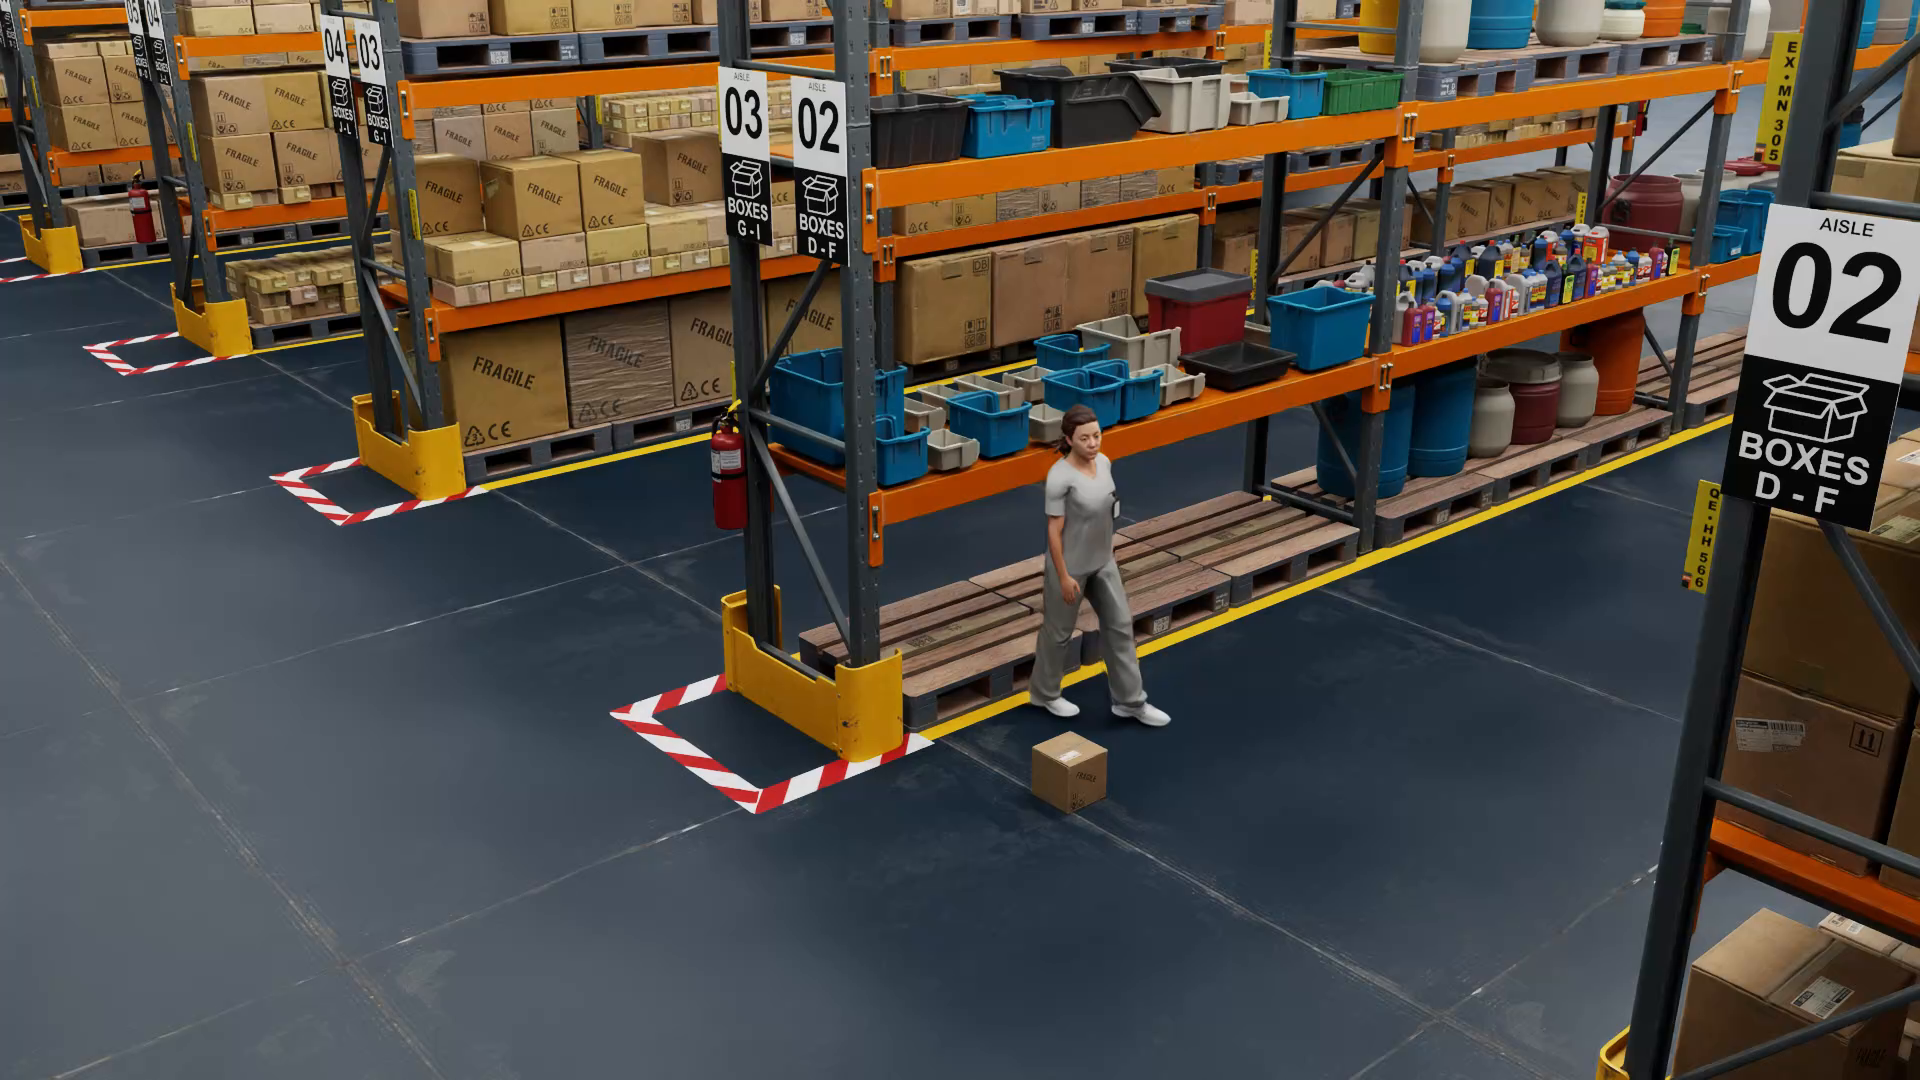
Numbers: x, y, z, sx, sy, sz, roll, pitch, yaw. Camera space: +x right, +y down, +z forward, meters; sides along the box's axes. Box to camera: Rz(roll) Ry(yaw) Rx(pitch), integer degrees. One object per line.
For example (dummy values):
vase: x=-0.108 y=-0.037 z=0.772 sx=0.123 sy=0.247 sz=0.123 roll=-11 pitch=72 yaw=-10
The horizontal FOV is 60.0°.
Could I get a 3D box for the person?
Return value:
person: x=0.657 y=0.133 z=8.200 sx=0.545 sy=1.659 sz=0.674 roll=-17 pitch=27 yaw=-37
